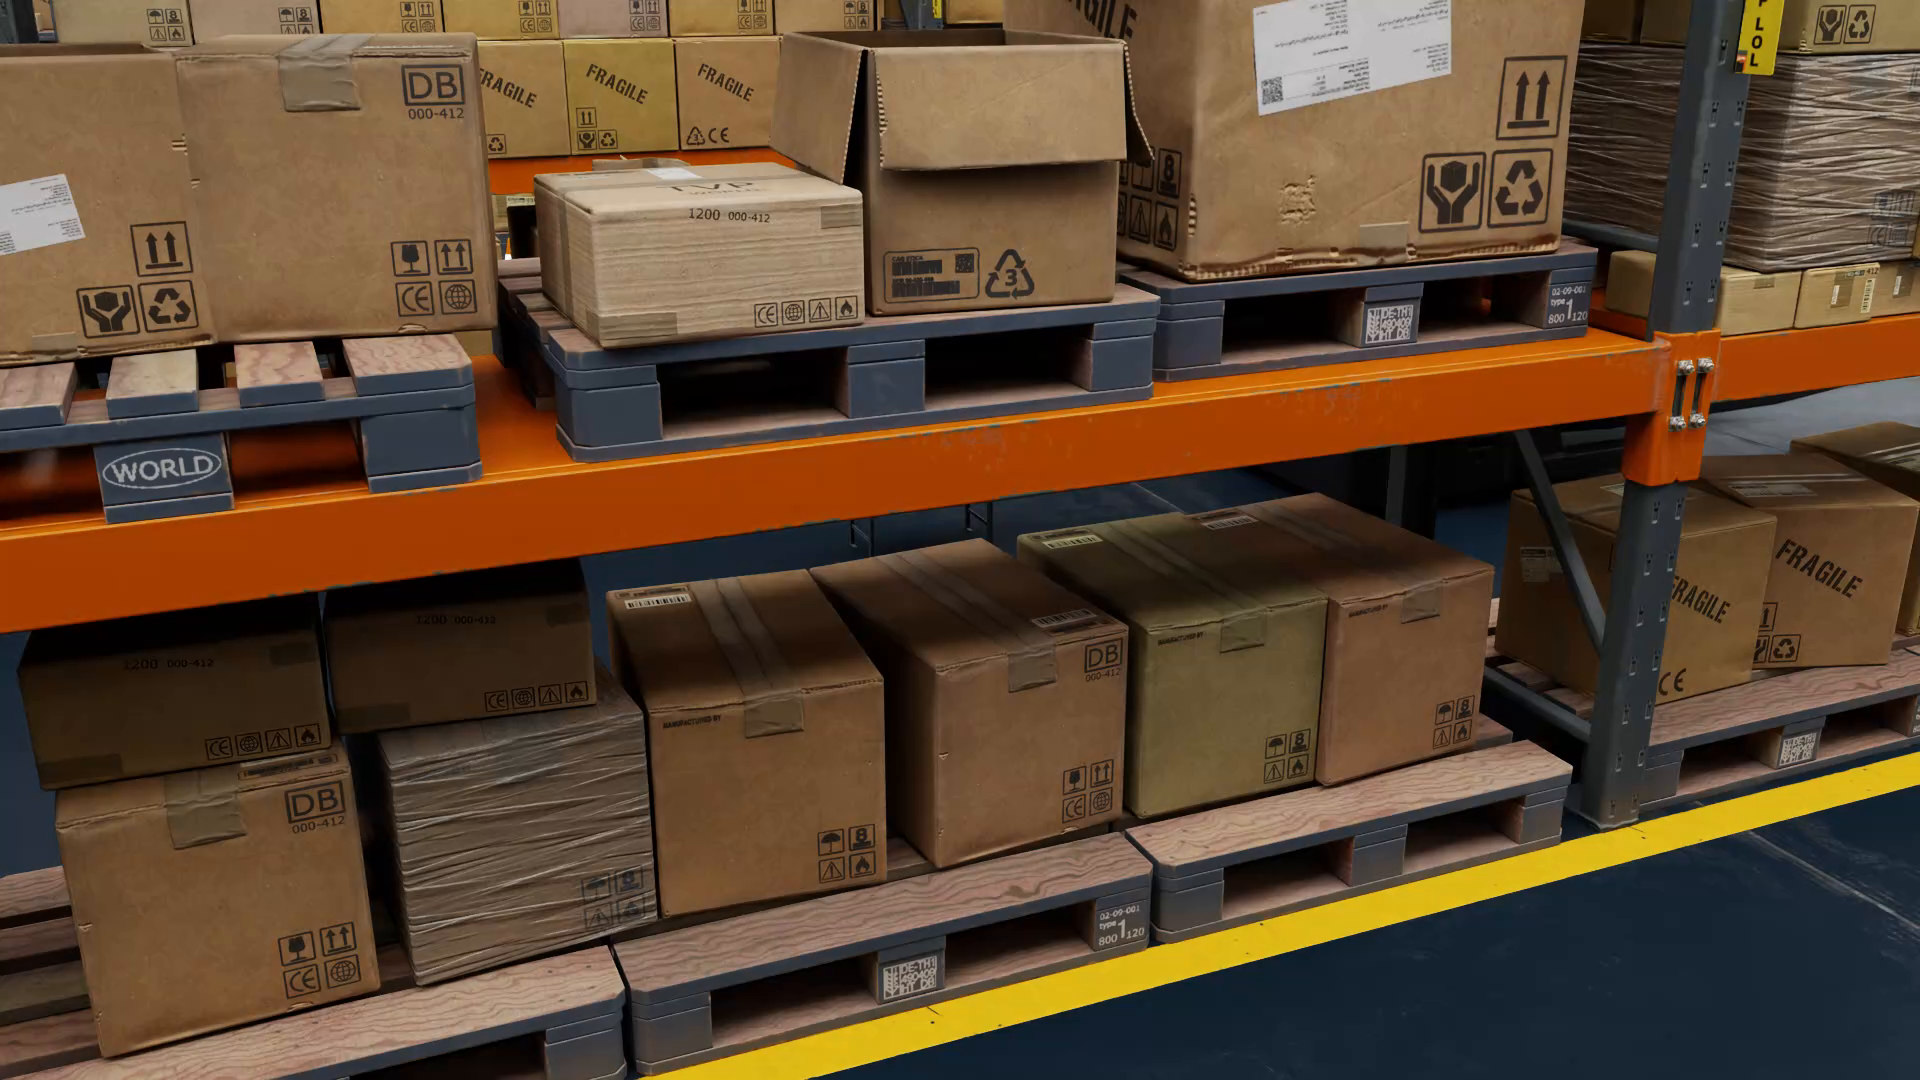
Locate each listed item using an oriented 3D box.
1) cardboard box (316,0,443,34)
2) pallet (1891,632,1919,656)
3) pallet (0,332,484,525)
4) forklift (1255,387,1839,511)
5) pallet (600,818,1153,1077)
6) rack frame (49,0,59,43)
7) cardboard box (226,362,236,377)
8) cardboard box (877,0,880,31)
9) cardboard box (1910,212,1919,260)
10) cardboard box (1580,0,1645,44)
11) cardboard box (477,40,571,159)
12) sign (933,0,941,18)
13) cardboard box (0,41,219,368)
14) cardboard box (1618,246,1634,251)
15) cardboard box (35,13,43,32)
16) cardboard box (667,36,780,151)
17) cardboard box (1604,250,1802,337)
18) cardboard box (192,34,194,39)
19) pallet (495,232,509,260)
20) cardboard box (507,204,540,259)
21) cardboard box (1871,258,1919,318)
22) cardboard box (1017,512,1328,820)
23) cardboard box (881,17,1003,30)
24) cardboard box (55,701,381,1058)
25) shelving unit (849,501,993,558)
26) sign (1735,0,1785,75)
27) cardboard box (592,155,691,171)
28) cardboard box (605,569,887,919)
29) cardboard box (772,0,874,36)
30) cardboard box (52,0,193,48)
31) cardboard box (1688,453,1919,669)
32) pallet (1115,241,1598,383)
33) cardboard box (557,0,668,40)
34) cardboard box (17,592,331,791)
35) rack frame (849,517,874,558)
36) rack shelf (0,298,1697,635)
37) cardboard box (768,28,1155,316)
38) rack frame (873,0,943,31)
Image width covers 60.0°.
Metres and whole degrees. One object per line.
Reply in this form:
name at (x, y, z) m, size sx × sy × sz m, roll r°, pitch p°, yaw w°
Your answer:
cardboard box at (-2.659, -2.518, 7.501) m, size 0.500 × 0.500 × 0.700 m, roll -8°, pitch 21°, yaw -23°
pallet at (3.260, 0.246, 5.506) m, size 1.213 × 0.211 × 1.003 m, roll -8°, pitch 21°, yaw -22°
pallet at (-1.525, -0.318, 3.198) m, size 1.003 × 0.211 × 1.213 m, roll -8°, pitch 21°, yaw -22°
forklift at (2.706, -1.809, 7.246) m, size 3.031 × 2.935 × 1.130 m, roll -9°, pitch 21°, yaw -23°
pallet at (-0.301, 0.771, 4.013) m, size 1.213 × 0.211 × 1.003 m, roll -8°, pitch 21°, yaw -22°
rack frame at (-6.063, -3.304, 11.390) m, size 0.127 × 3.000 × 1.000 m, roll -8°, pitch 21°, yaw -22°
cardboard box at (-3.415, -0.998, 7.594) m, size 0.750 × 0.750 × 1.050 m, roll -8°, pitch 21°, yaw -23°
cardboard box at (-0.958, -4.126, 13.126) m, size 0.500 × 0.500 × 0.500 m, roll -8°, pitch 21°, yaw -22°
cardboard box at (2.446, -1.091, 4.507) m, size 0.500 × 0.500 × 0.875 m, roll -8°, pitch 21°, yaw -22°
cardboard box at (1.839, -1.611, 4.476) m, size 0.500 × 0.500 × 0.500 m, roll -8°, pitch 21°, yaw -22°
cardboard box at (-2.103, -2.031, 7.623) m, size 0.500 × 0.500 × 0.500 m, roll -8°, pitch 21°, yaw -22°
sign at (-0.113, -2.679, 7.990) m, size 0.005 × 0.325 × 0.100 m, roll -8°, pitch 21°, yaw -22°
cardboard box at (-1.658, -0.611, 2.957) m, size 0.500 × 0.500 × 0.500 m, roll -11°, pitch 22°, yaw -29°
cardboard box at (1.849, -0.838, 4.763) m, size 0.250 × 0.149 × 0.380 m, roll -8°, pitch 21°, yaw -22°
cardboard box at (-8.484, -4.694, 15.082) m, size 0.250 × 0.149 × 0.380 m, roll -8°, pitch 21°, yaw -21°
cardboard box at (-1.174, -2.165, 8.003) m, size 0.500 × 0.500 × 0.500 m, roll -8°, pitch 21°, yaw -23°
cardboard box at (1.852, -0.627, 4.163) m, size 0.250 × 0.149 × 0.380 m, roll -8°, pitch 21°, yaw -22°
cardboard box at (-5.149, -3.419, 11.461) m, size 0.250 × 0.149 × 0.380 m, roll -10°, pitch 22°, yaw -25°
pallet at (-3.104, -2.412, 13.056) m, size 1.213 × 0.211 × 1.003 m, roll -8°, pitch 21°, yaw -22°
cardboard box at (-1.758, -1.236, 8.272) m, size 0.750 × 0.750 × 1.050 m, roll -8°, pitch 21°, yaw -22°
cardboard box at (2.305, -0.697, 4.363) m, size 0.250 × 0.149 × 0.380 m, roll -8°, pitch 21°, yaw -22°
cardboard box at (0.517, 0.294, 4.271) m, size 0.500 × 0.500 × 0.700 m, roll -8°, pitch 21°, yaw -22°
cardboard box at (-0.003, -2.457, 8.758) m, size 0.550 × 0.550 × 0.875 m, roll -8°, pitch 21°, yaw -22°
cardboard box at (-1.530, 0.595, 3.417) m, size 0.500 × 0.500 × 0.700 m, roll -9°, pitch 21°, yaw -25°
shelving unit at (-0.152, -0.544, 6.261) m, size 0.503 × 1.200 × 0.258 m, roll -8°, pitch 21°, yaw -22°
sign at (1.758, -1.186, 3.630) m, size 0.005 × 0.325 × 0.100 m, roll -8°, pitch 21°, yaw -22°
cardboard box at (-0.713, -0.719, 3.617) m, size 0.258 × 0.266 × 0.396 m, roll -9°, pitch 21°, yaw -23°
cardboard box at (-0.508, 0.441, 3.853) m, size 0.500 × 0.500 × 0.700 m, roll -6°, pitch 20°, yaw -17°
cardboard box at (-0.790, -2.786, 8.262) m, size 0.500 × 0.500 × 0.700 m, roll -9°, pitch 21°, yaw -23°
cardboard box at (-3.593, -2.383, 7.117) m, size 0.500 × 0.500 × 0.700 m, roll -8°, pitch 21°, yaw -22°
cardboard box at (2.441, 0.054, 4.982) m, size 0.500 × 0.500 × 0.500 m, roll -2°, pitch 19°, yaw -5°
pallet at (0.776, -0.662, 4.174) m, size 1.213 × 0.211 × 1.003 m, roll -8°, pitch 21°, yaw -22°
cardboard box at (-1.726, -2.651, 7.880) m, size 0.500 × 0.500 × 0.700 m, roll -8°, pitch 21°, yaw -21°
cardboard box at (-1.534, 0.238, 3.301) m, size 0.500 × 0.250 × 0.500 m, roll -7°, pitch 21°, yaw -20°
rack frame at (-0.376, -0.512, 6.170) m, size 0.015 × 1.200 × 0.240 m, roll -8°, pitch 21°, yaw -22°
rack shelf at (-0.301, -0.206, 3.674) m, size 4.000 × 0.370 × 1.077 m, roll -8°, pitch 21°, yaw -22°
cardboard box at (-0.020, -0.799, 3.487) m, size 0.637 × 0.503 × 0.797 m, roll -6°, pitch 20°, yaw -16°
rack frame at (-0.337, -2.334, 8.635) m, size 0.127 × 3.000 × 1.000 m, roll -8°, pitch 21°, yaw -22°
